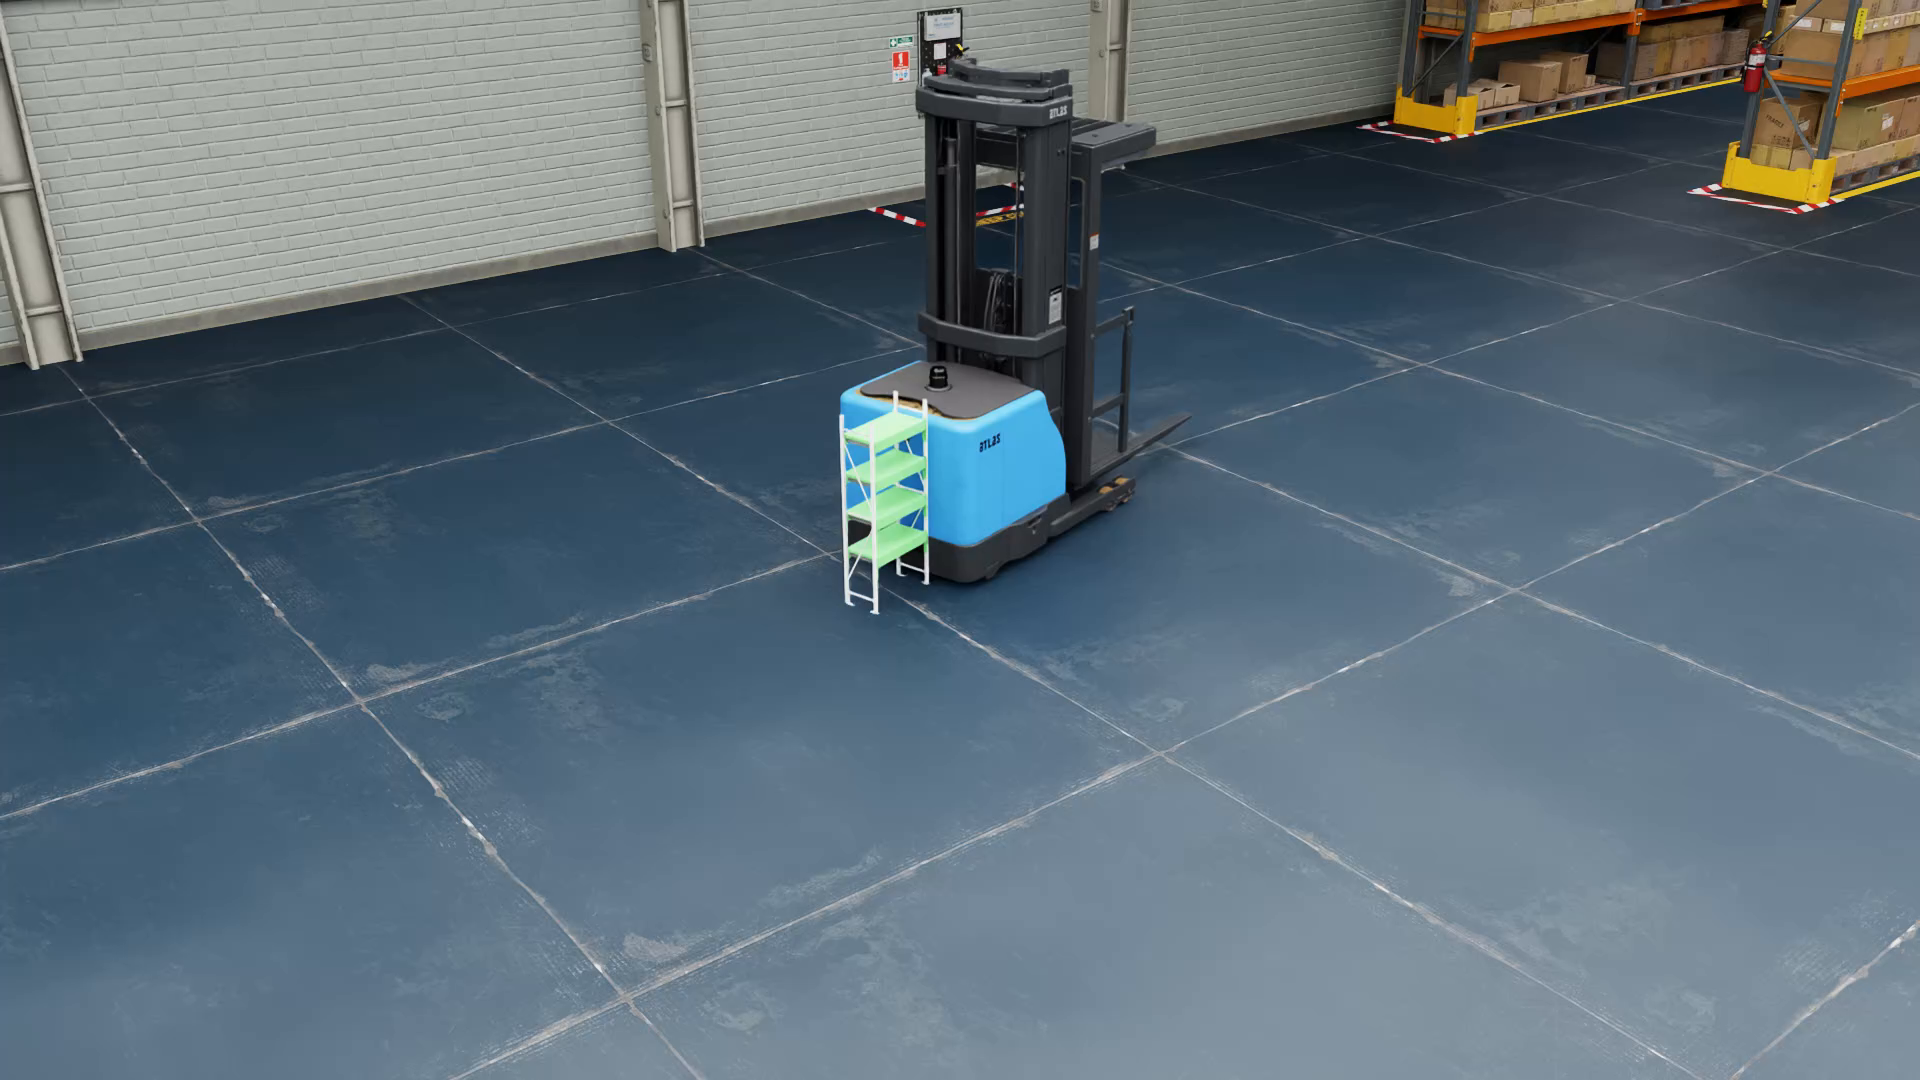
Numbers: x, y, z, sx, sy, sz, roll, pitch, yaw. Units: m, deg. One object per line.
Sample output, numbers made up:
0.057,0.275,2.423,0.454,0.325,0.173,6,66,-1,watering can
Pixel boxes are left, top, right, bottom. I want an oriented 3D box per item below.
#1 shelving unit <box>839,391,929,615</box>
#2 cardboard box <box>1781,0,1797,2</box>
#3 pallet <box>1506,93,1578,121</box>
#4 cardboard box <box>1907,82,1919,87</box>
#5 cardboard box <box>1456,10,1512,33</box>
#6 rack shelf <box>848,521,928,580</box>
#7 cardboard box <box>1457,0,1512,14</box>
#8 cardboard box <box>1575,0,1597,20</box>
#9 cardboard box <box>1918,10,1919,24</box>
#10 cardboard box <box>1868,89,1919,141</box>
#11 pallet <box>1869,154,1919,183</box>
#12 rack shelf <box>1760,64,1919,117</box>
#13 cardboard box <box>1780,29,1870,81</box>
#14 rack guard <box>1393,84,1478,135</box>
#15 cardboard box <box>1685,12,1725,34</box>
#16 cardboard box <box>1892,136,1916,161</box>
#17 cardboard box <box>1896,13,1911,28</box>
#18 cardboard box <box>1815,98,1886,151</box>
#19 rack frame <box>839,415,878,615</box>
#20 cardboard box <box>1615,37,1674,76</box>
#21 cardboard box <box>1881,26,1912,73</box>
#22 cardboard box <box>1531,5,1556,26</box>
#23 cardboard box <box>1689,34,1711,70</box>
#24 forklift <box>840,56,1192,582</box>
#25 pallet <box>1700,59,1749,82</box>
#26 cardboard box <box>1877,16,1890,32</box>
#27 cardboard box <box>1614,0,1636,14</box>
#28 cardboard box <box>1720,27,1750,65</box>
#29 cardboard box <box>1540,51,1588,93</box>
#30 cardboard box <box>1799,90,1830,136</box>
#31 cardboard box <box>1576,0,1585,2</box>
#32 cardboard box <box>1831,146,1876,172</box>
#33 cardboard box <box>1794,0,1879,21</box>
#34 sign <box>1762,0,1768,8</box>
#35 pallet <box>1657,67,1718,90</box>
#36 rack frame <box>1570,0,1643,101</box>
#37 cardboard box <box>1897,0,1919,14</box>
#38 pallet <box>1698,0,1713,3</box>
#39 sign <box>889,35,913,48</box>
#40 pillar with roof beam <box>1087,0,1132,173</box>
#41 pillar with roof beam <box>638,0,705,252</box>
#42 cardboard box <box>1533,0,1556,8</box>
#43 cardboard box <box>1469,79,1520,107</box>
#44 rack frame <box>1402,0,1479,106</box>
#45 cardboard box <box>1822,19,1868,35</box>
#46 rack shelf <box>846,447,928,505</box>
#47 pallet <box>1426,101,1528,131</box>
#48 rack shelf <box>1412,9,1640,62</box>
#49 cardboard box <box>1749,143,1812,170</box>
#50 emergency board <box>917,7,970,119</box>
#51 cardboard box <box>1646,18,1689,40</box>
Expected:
-0.437,-0.218,9.794,0.258,1.200,0.503,17,30,33,shelving unit
14.163,-8.746,28.087,0.750,0.750,0.750,-18,31,-34,cardboard box
8.195,-6.349,24.180,1.213,0.211,1.003,-18,31,-34,pallet
12.091,-5.443,20.792,0.500,0.500,0.500,-18,31,-34,cardboard box
7.094,-7.043,22.516,0.500,0.250,0.500,-19,31,-35,cardboard box
-0.437,0.058,9.922,0.258,0.148,0.480,17,30,33,rack shelf
7.076,-7.386,22.364,0.500,0.500,0.500,-18,31,-34,cardboard box
8.693,-7.574,23.661,0.500,0.250,0.500,-18,31,-34,cardboard box
11.226,-6.209,19.676,0.250,0.149,0.380,-18,30,-34,cardboard box
11.315,-5.178,20.220,0.500,0.500,0.500,-18,31,-34,cardboard box
11.109,-4.703,20.632,1.213,0.211,1.003,-18,31,-34,pallet
11.148,-5.633,20.179,4.000,0.370,1.077,-18,31,-34,rack shelf
9.949,-5.602,19.139,0.500,0.500,0.700,-18,31,-34,cardboard box
6.574,-5.966,23.011,0.348,0.500,1.175,-18,31,-34,rack guard
11.788,-8.232,26.481,0.500,0.250,0.500,-18,30,-33,cardboard box
11.315,-4.838,20.378,0.500,0.250,0.500,-18,31,-34,cardboard box
10.827,-6.079,19.395,0.250,0.149,0.380,-19,31,-36,cardboard box
10.526,-4.919,19.663,0.500,0.500,0.500,-18,31,-34,cardboard box
-0.583,-0.135,9.617,0.240,1.200,0.015,17,30,33,rack frame
10.607,-7.532,25.863,0.500,0.500,0.700,-19,31,-35,cardboard box
10.754,-5.867,19.710,0.500,0.500,0.700,-18,30,-34,cardboard box
7.899,-7.312,23.097,0.500,0.250,0.500,-19,31,-35,cardboard box
11.425,-7.786,26.409,0.500,0.500,0.700,-18,31,-34,cardboard box
0.538,-1.632,10.785,1.130,2.935,3.031,17,30,33,forklift
12.194,-7.691,27.070,1.213,0.211,1.003,-18,31,-34,pallet
10.419,-5.944,19.105,0.250,0.149,0.380,-18,30,-34,cardboard box
9.476,-7.837,24.227,0.500,0.250,0.500,-18,30,-34,cardboard box
12.275,-8.019,26.913,0.500,0.500,0.700,-18,30,-33,cardboard box
8.870,-6.902,24.505,0.500,0.500,0.500,-21,32,-38,cardboard box
10.590,-5.226,20.323,0.500,0.500,0.500,-18,31,-34,cardboard box
8.689,-7.916,23.507,0.500,0.500,0.500,-19,31,-35,cardboard box
10.525,-4.580,19.822,0.500,0.250,0.500,-18,31,-34,cardboard box
9.991,-6.204,18.896,0.500,0.500,0.700,-18,30,-34,cardboard box
9.250,-6.256,19.010,0.005,0.325,0.100,-18,31,-34,sign
11.235,-7.375,26.391,1.213,0.211,1.003,-18,31,-34,pallet
9.662,-8.119,24.681,0.127,3.000,1.000,-18,31,-34,rack frame
10.798,-6.474,19.477,0.500,0.500,0.700,-18,30,-34,cardboard box
11.277,-8.543,25.823,1.213,0.211,1.003,-18,31,-34,pallet
-0.648,-5.506,18.378,0.331,0.109,0.001,-18,31,-34,sign
4.466,-7.285,15.757,0.400,9.000,9.100,-18,31,-34,pillar with roof beam
-0.255,-5.726,12.399,0.400,9.000,9.100,-18,31,-34,pillar with roof beam
7.881,-7.643,22.918,0.500,0.500,0.500,-19,31,-36,cardboard box
7.563,-6.358,23.557,0.500,0.311,0.500,-15,29,-30,cardboard box
6.514,-7.080,22.442,0.127,3.000,1.000,-18,31,-34,rack frame
10.016,-5.810,18.816,0.250,0.149,0.380,-19,31,-34,cardboard box
-0.437,-0.377,9.720,0.258,0.148,0.480,17,30,33,rack shelf
7.235,-6.034,23.501,1.213,0.211,1.003,-18,31,-34,pallet
8.088,-7.273,23.713,4.000,0.370,1.077,-18,31,-34,rack shelf
9.814,-4.620,19.910,0.500,0.250,0.500,-18,31,-34,cardboard box
-0.158,-5.360,18.737,0.643,1.169,0.194,-18,31,-34,emergency board
10.983,-7.973,25.923,0.500,0.250,0.500,-19,31,-35,cardboard box
